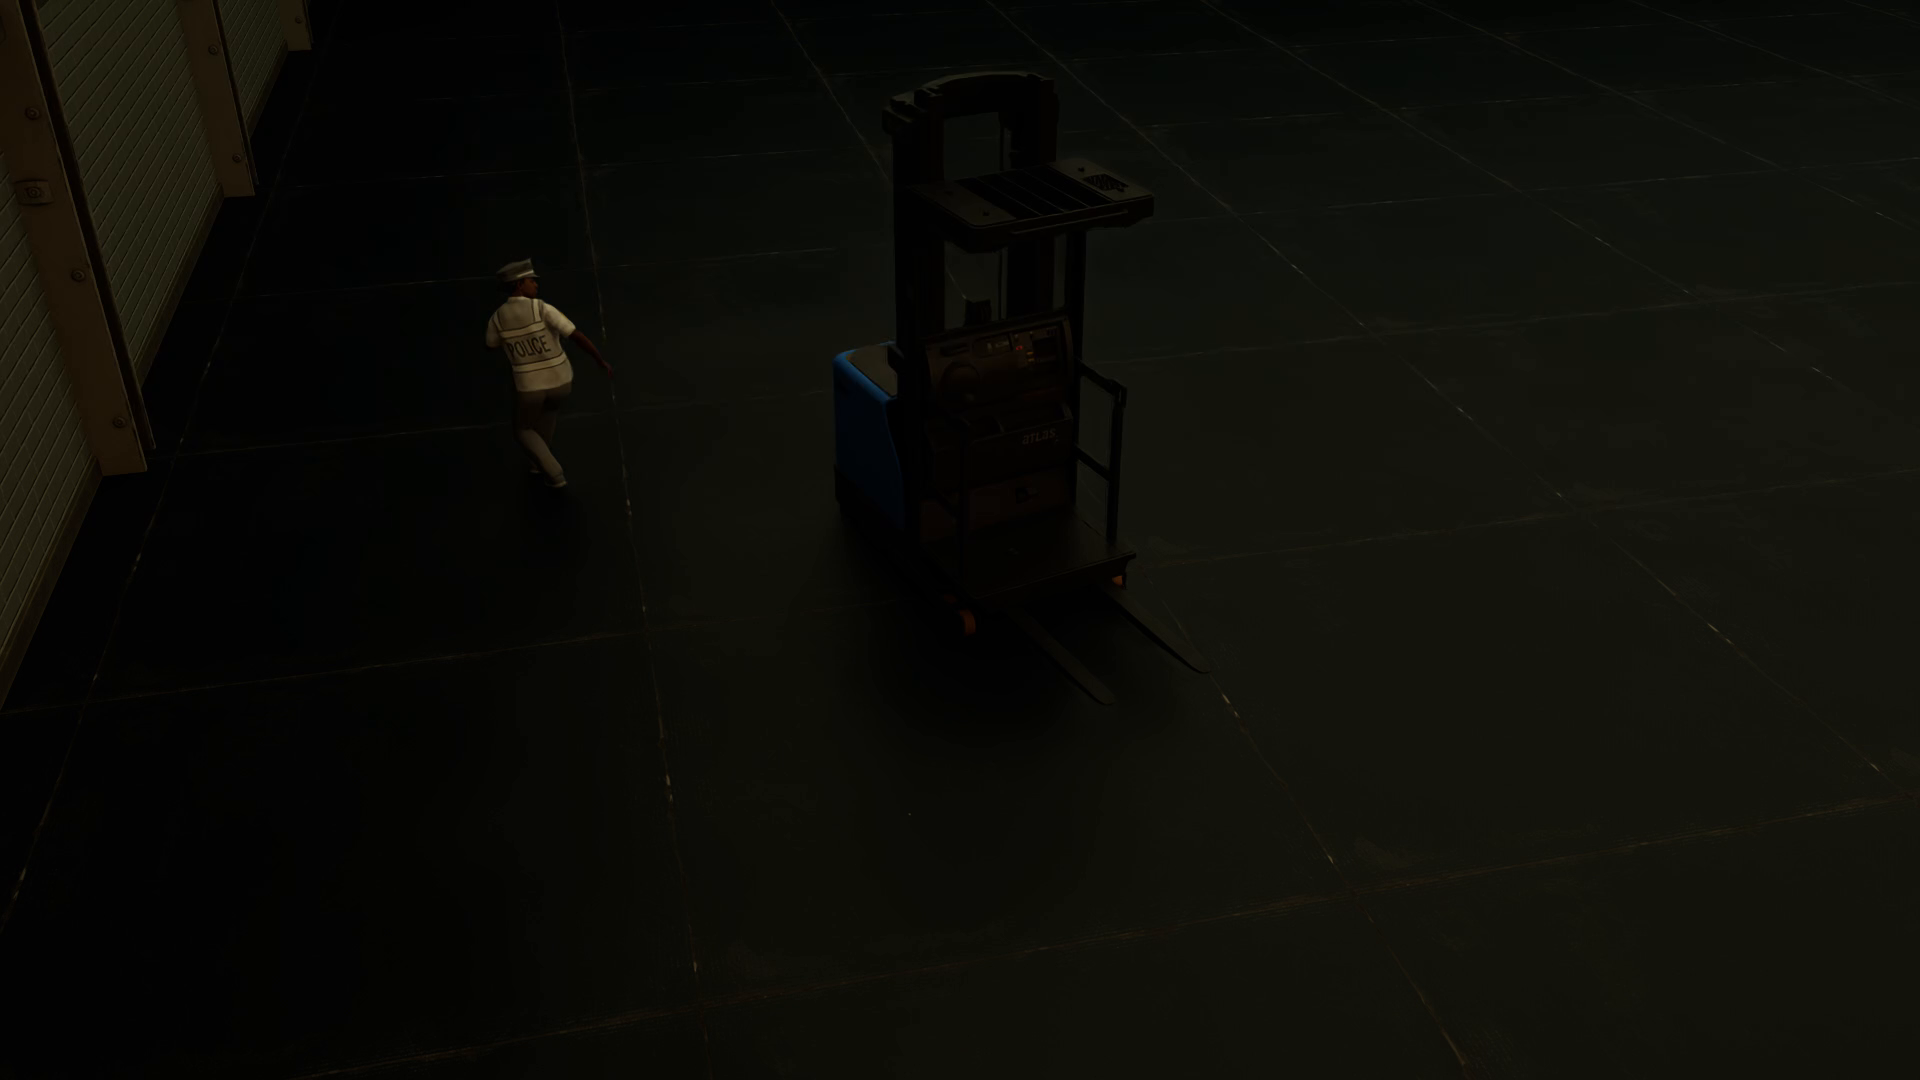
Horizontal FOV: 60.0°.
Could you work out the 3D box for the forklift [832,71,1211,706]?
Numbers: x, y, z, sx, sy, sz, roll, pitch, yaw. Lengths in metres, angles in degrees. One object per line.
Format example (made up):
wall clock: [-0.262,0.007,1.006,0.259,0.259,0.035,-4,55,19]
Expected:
forklift: [0.330,-0.969,9.248,1.130,2.935,3.031,-15,33,-24]

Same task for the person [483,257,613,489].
person: [-2.691,-1.111,10.895,0.785,1.555,0.817,-9,31,-16]
